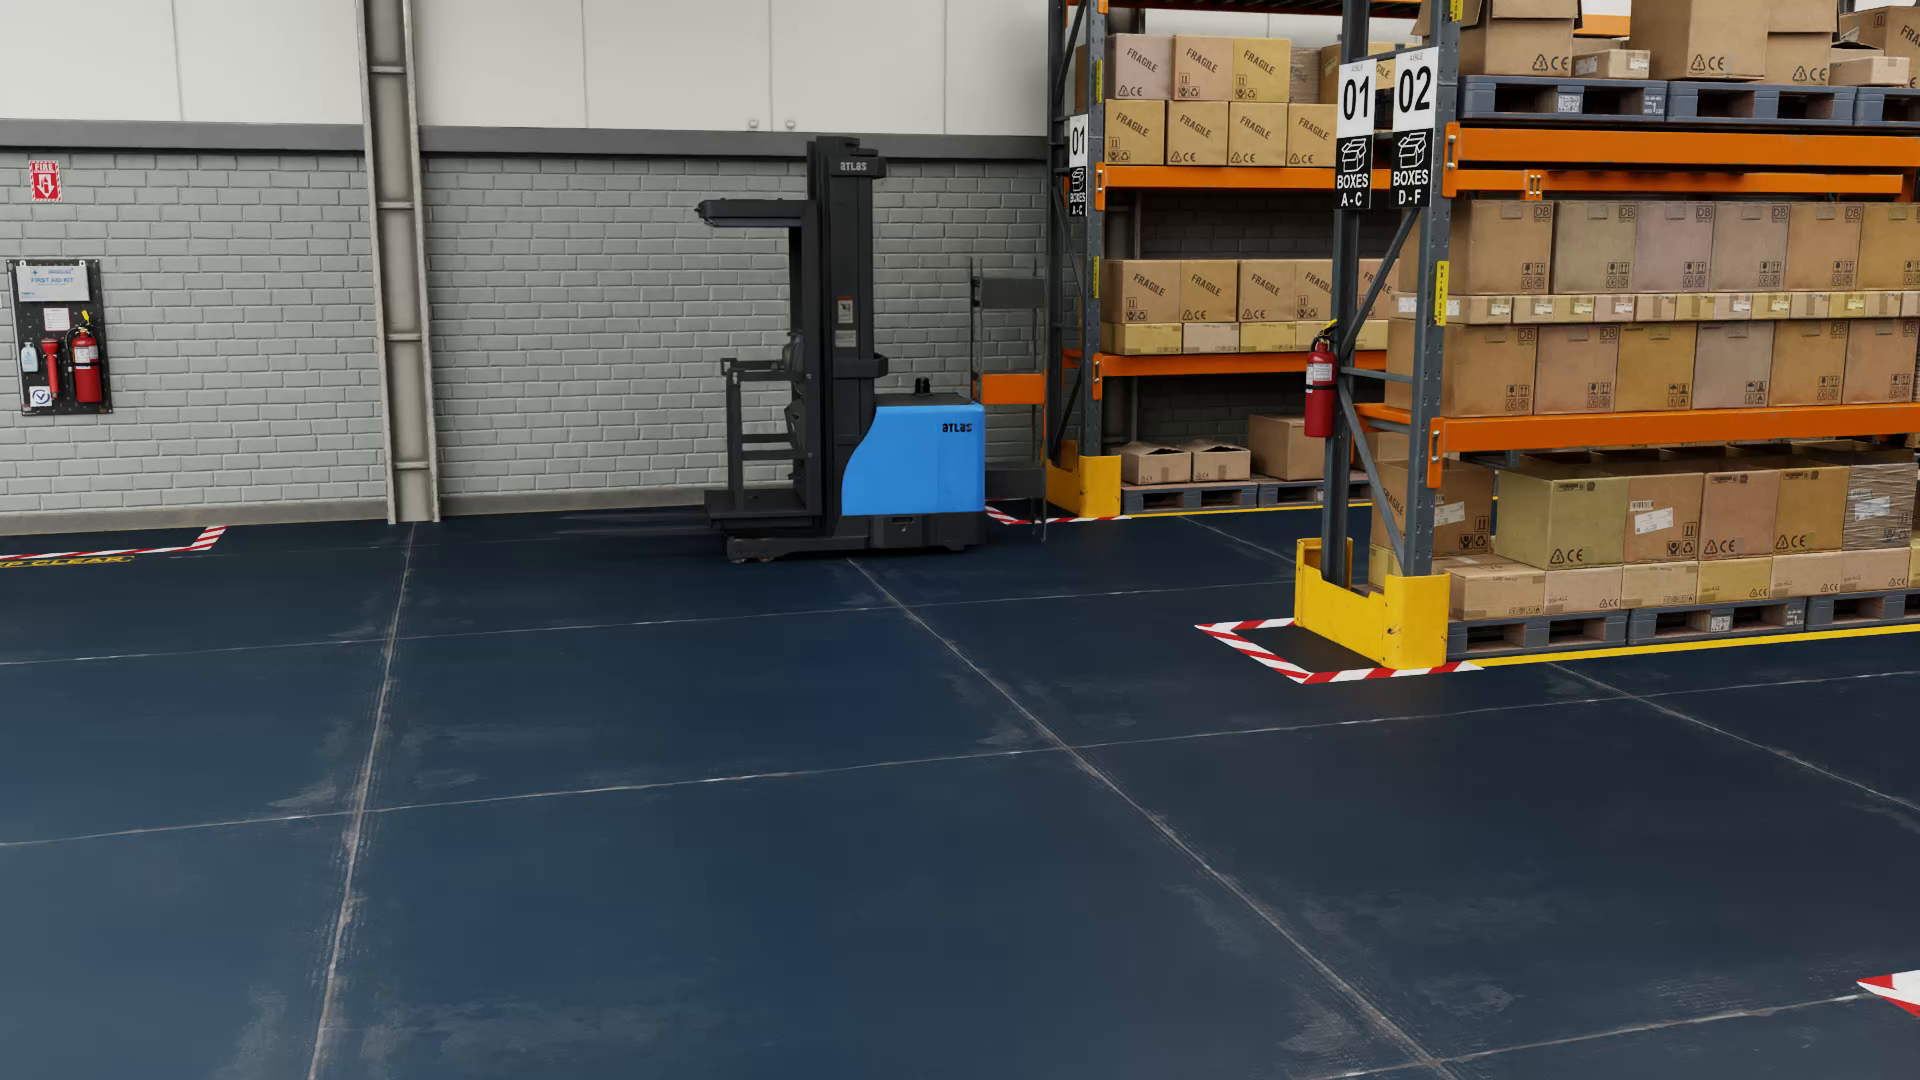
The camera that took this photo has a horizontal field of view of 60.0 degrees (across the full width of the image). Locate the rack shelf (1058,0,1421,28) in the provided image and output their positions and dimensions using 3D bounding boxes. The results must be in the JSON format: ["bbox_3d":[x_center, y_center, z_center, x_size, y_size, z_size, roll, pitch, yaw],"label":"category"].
[{"bbox_3d":[2.848,-4.453,13.874,4.000,0.370,1.077,-3,11,-16],"label":"rack shelf"}]

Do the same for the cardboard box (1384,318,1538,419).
[{"bbox_3d":[2.768,-0.966,9.232,0.500,0.500,0.700,-3,11,-16],"label":"cardboard box"}]

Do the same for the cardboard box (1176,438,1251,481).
[{"bbox_3d":[2.165,-0.699,14.267,0.500,0.311,0.500,-2,11,-11],"label":"cardboard box"}]

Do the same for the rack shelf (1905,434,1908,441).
[{"bbox_3d":[8.077,-0.845,10.840,4.000,0.370,1.077,-3,11,-16],"label":"rack shelf"}]

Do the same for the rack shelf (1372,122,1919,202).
[{"bbox_3d":[4.236,-2.118,9.469,4.000,0.370,1.077,-3,11,-16],"label":"rack shelf"}]

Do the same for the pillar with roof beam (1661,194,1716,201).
[{"bbox_3d":[8.322,-4.448,11.852,0.400,9.000,9.100,-3,11,-16],"label":"pillar with roof beam"}]

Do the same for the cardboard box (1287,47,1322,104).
[{"bbox_3d":[2.754,-3.924,14.200,0.500,0.500,0.500,-3,11,-16],"label":"cardboard box"}]

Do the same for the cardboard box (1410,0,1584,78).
[{"bbox_3d":[2.869,-2.725,8.948,0.637,0.503,0.797,-2,11,-12],"label":"cardboard box"}]

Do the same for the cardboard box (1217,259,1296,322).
[{"bbox_3d":[2.445,-2.081,13.856,0.500,0.500,0.500,-3,11,-18],"label":"cardboard box"}]

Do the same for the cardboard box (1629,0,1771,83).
[{"bbox_3d":[3.987,-2.732,8.992,0.500,0.500,0.500,-3,11,-16],"label":"cardboard box"}]

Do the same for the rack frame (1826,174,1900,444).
[{"bbox_3d":[8.609,-2.161,16.001,0.127,3.000,1.000,-3,11,-16],"label":"rack frame"}]

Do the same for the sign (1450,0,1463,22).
[{"bbox_3d":[2.465,-2.743,8.242,0.005,0.325,0.100,-3,11,-16],"label":"sign"}]

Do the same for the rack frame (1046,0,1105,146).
[{"bbox_3d":[0.928,-4.707,13.259,0.127,3.000,1.000,-3,11,-16],"label":"rack frame"}]

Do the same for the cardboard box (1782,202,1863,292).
[{"bbox_3d":[4.767,-1.710,9.693,0.500,0.500,0.700,-3,11,-16],"label":"cardboard box"}]

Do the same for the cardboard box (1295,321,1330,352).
[{"bbox_3d":[2.957,-1.741,14.075,0.500,0.250,0.500,-3,11,-15],"label":"cardboard box"}]

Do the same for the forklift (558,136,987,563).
[{"bbox_3d":[-1.374,-1.384,11.969,3.031,2.935,1.130,-2,11,-10],"label":"forklift"}]

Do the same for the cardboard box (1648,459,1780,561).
[{"bbox_3d":[4.334,-0.182,9.615,0.500,0.500,0.500,-3,11,-16],"label":"cardboard box"}]

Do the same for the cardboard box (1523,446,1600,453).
[{"bbox_3d":[5.471,-0.986,15.306,0.500,0.500,0.700,-3,11,-14],"label":"cardboard box"}]

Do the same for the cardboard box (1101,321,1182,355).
[{"bbox_3d":[1.485,-1.662,13.648,0.500,0.250,0.500,-3,11,-18],"label":"cardboard box"}]

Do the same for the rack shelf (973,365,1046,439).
[{"bbox_3d":[0.359,-1.030,12.419,0.480,0.518,0.431,-2,11,-10],"label":"rack shelf"}]

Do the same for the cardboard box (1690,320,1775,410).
[{"bbox_3d":[4.253,-1.045,9.661,0.500,0.500,0.700,-3,11,-14],"label":"cardboard box"}]

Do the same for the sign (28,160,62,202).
[{"bbox_3d":[-6.822,-2.677,12.401,0.199,0.298,0.001,-3,11,-16],"label":"sign"}]

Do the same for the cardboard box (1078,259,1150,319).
[{"bbox_3d":[1.321,-2.122,14.076,0.500,0.500,0.500,-3,11,-17],"label":"cardboard box"}]

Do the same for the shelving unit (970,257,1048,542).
[{"bbox_3d":[0.359,-1.044,12.417,0.503,2.100,0.431,-2,11,-10],"label":"shelving unit"}]

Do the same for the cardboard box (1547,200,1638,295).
[{"bbox_3d":[3.322,-1.634,9.279,0.500,0.500,0.700,-3,11,-17],"label":"cardboard box"}]

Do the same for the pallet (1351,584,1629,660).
[{"bbox_3d":[3.039,0.430,9.627,1.213,0.211,1.003,-3,11,-16],"label":"pallet"}]

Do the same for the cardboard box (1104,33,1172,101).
[{"bbox_3d":[1.366,-3.760,13.306,0.500,0.500,0.500,-4,11,-20],"label":"cardboard box"}]

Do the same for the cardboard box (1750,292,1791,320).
[{"bbox_3d":[4.482,-1.337,9.457,0.250,0.149,0.380,-3,11,-14],"label":"cardboard box"}]

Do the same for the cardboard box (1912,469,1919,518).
[{"bbox_3d":[6.465,-0.298,10.767,0.500,0.311,0.500,-3,11,-16],"label":"cardboard box"}]

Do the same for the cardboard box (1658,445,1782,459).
[{"bbox_3d":[4.664,-0.301,10.261,0.500,0.500,0.500,-3,11,-16],"label":"cardboard box"}]

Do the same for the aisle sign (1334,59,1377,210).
[{"bbox_3d":[2.171,-2.222,9.149,0.004,0.787,0.394,-3,11,-16],"label":"aisle sign"}]

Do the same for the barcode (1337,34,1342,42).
[{"bbox_3d":[3.314,-4.373,14.482,0.075,0.075,0.001,-3,11,-16],"label":"barcode"}]

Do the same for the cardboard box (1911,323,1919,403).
[{"bbox_3d":[5.732,-1.123,10.088,0.500,0.500,0.700,-3,11,-17],"label":"cardboard box"}]

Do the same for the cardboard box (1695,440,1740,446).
[{"bbox_3d":[6.936,-1.067,15.745,0.500,0.500,0.700,-3,11,-16],"label":"cardboard box"}]

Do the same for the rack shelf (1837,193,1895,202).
[{"bbox_3d":[10.529,-3.384,16.344,4.000,0.370,1.077,-3,11,-16],"label":"rack shelf"}]

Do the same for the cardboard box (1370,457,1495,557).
[{"bbox_3d":[2.748,-0.197,9.697,0.500,0.500,0.500,-3,11,-16],"label":"cardboard box"}]

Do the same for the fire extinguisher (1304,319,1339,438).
[{"bbox_3d":[2.073,-0.932,9.538,0.183,0.674,0.296,-3,11,-16],"label":"fire extinguisher"}]

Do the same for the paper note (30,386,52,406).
[{"bbox_3d":[-6.975,-1.090,12.615,0.142,0.148,0.016,-3,11,-16],"label":"paper note"}]

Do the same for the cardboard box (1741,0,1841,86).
[{"bbox_3d":[4.540,-2.838,9.560,0.637,0.503,0.797,-2,11,-10],"label":"cardboard box"}]

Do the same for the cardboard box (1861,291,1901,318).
[{"bbox_3d":[5.215,-1.376,9.666,0.250,0.149,0.380,-3,11,-16],"label":"cardboard box"}]

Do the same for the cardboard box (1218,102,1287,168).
[{"bbox_3d":[2.342,-3.312,13.636,0.500,0.500,0.500,-2,11,-13],"label":"cardboard box"}]

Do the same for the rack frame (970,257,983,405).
[{"bbox_3d":[0.120,-1.036,12.373,0.015,2.100,0.400,-2,11,-10],"label":"rack frame"}]

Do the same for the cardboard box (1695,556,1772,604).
[{"bbox_3d":[4.334,0.186,9.684,0.500,0.250,0.500,-3,11,-16],"label":"cardboard box"}]

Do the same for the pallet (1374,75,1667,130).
[{"bbox_3d":[3.002,-2.358,9.032,1.213,0.211,1.003,-3,11,-16],"label":"pallet"}]

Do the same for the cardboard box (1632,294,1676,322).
[{"bbox_3d":[3.744,-1.299,9.247,0.250,0.149,0.380,-3,11,-18],"label":"cardboard box"}]

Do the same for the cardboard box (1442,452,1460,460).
[{"bbox_3d":[4.263,-0.749,14.943,0.250,0.166,0.380,-5,11,-23],"label":"cardboard box"}]

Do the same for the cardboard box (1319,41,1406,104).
[{"bbox_3d":[3.341,-3.854,13.821,0.500,0.500,0.500,-3,11,-18],"label":"cardboard box"}]

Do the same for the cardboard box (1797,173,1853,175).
[{"bbox_3d":[7.993,-3.519,15.283,0.500,0.311,0.500,-3,11,-16],"label":"cardboard box"}]

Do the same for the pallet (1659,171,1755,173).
[{"bbox_3d":[6.386,-3.407,15.004,1.003,0.211,1.213,-3,11,-16],"label":"pallet"}]

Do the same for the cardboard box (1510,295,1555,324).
[{"bbox_3d":[3.006,-1.260,9.037,0.250,0.149,0.380,-3,11,-17],"label":"cardboard box"}]

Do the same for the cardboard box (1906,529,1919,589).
[{"bbox_3d":[5.772,0.109,10.102,0.500,0.250,0.500,-3,11,-16],"label":"cardboard box"}]

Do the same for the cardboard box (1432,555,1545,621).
[{"bbox_3d":[2.893,0.262,9.274,0.500,0.250,0.500,-3,11,-16],"label":"cardboard box"}]
